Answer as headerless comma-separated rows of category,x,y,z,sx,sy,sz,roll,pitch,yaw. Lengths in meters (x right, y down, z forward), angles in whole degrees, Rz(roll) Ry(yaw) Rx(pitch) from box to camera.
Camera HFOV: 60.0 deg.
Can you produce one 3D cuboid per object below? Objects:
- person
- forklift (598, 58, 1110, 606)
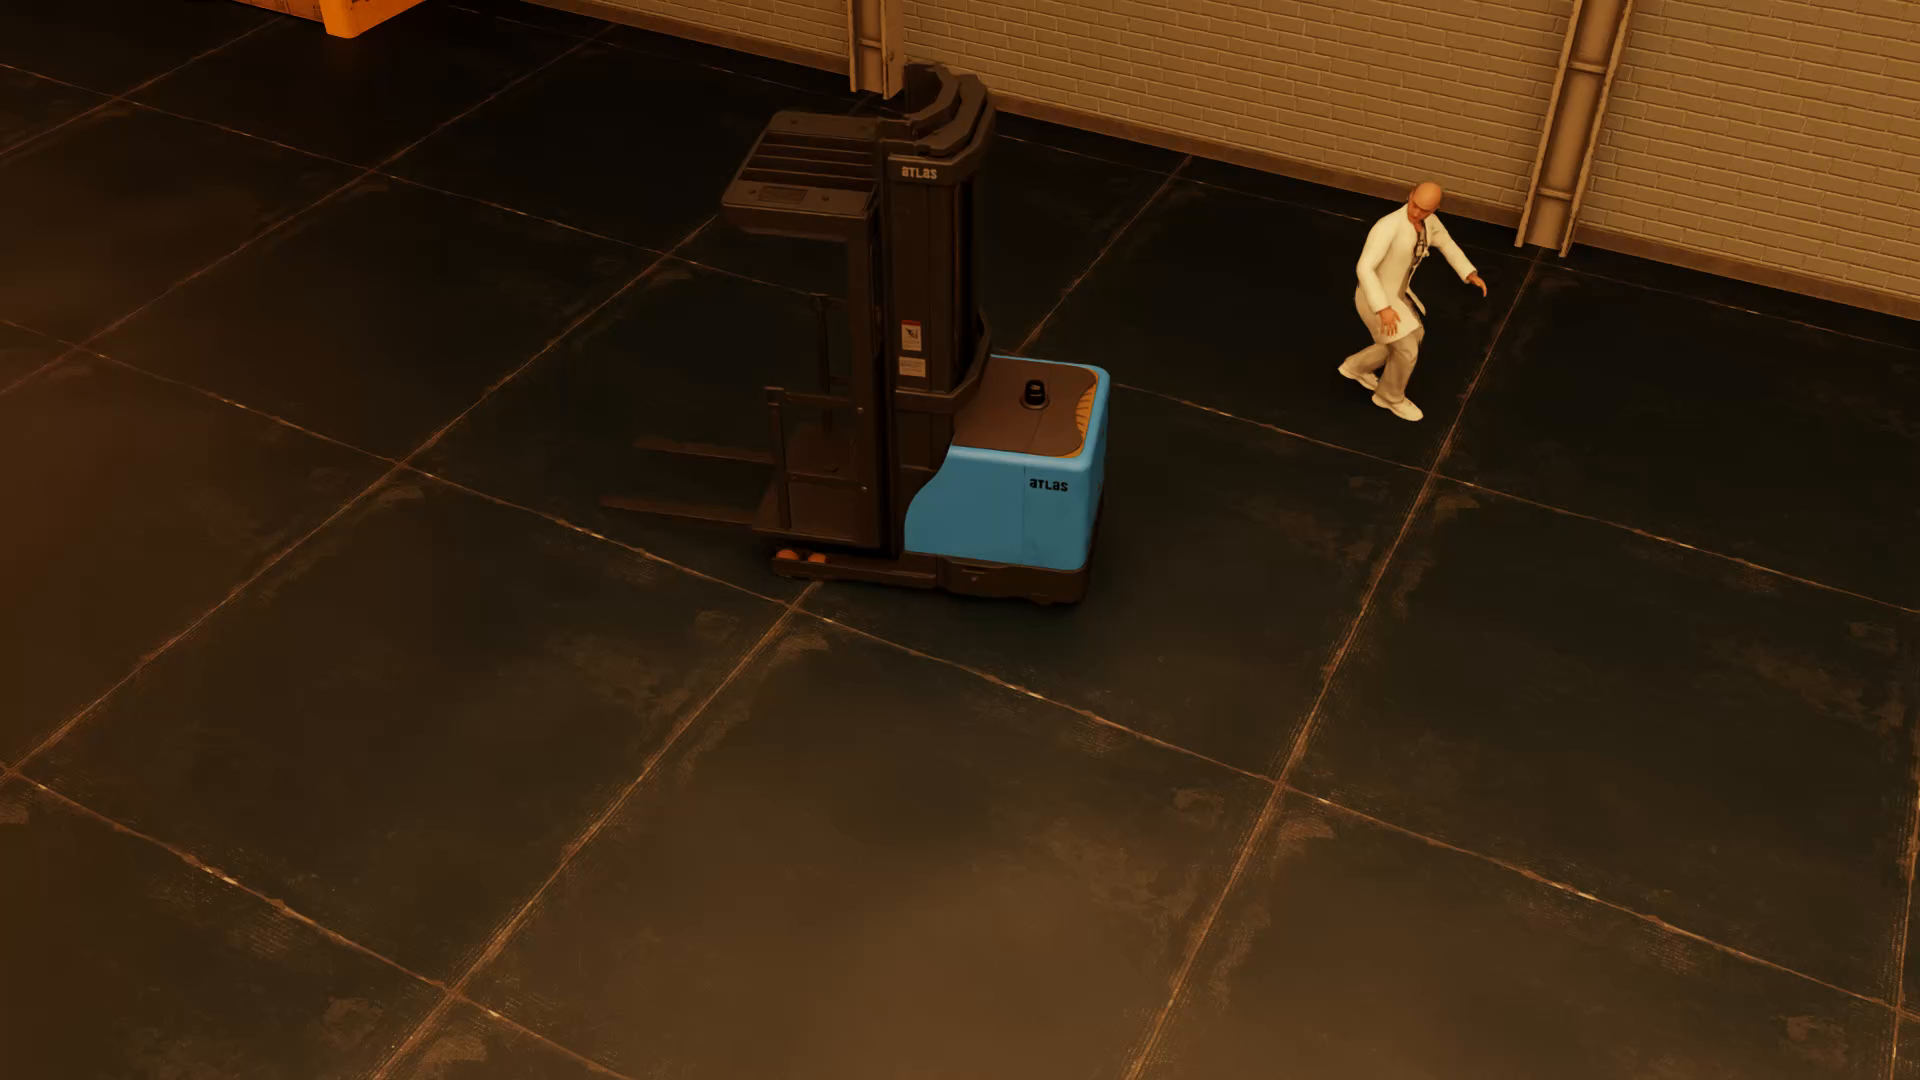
person,2.919,-1.532,10.790,0.835,1.667,0.888,25,46,26
forklift,-0.672,-1.201,9.413,3.031,2.935,1.130,7,41,8
